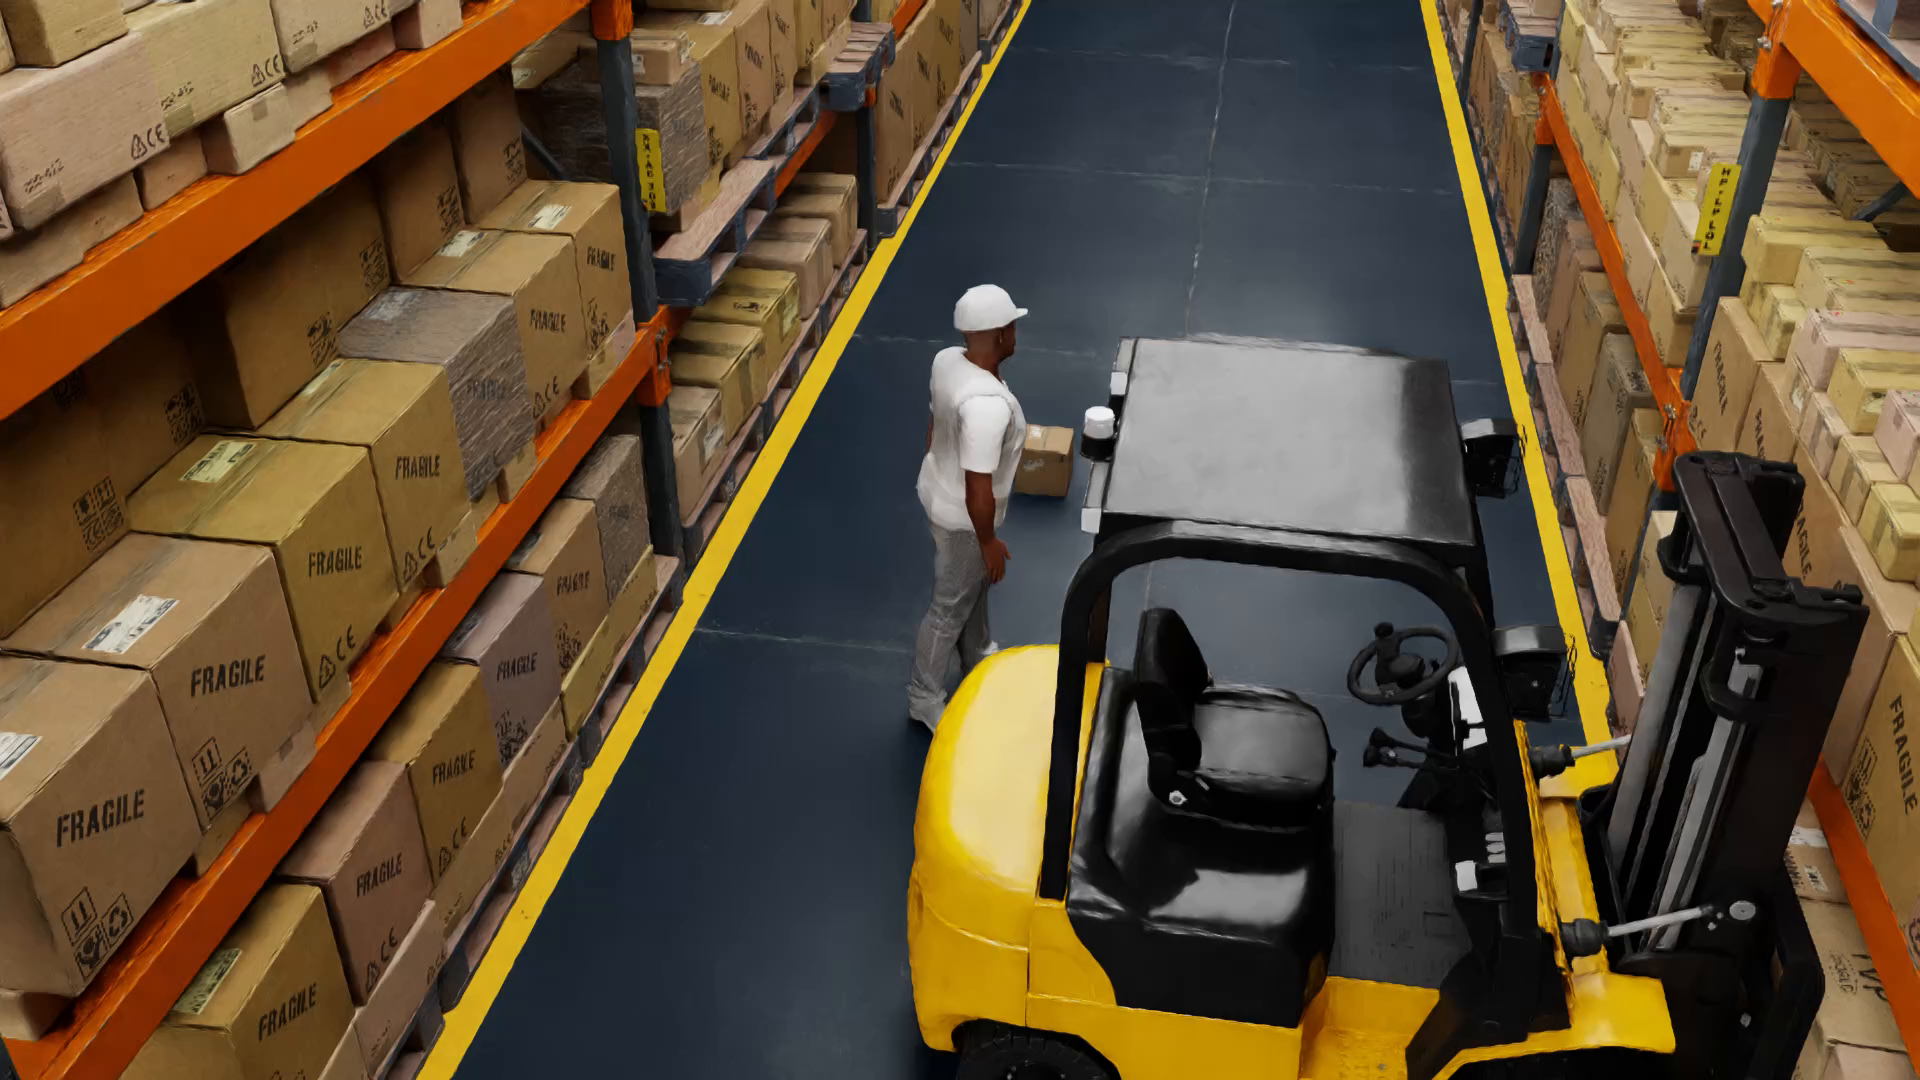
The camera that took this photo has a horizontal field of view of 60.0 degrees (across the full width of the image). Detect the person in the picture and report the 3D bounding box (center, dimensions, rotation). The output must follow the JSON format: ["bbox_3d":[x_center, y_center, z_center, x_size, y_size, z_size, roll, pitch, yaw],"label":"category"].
[{"bbox_3d":[0.044,-0.444,6.129,0.414,1.038,0.732,-7,33,-11],"label":"person"}]
